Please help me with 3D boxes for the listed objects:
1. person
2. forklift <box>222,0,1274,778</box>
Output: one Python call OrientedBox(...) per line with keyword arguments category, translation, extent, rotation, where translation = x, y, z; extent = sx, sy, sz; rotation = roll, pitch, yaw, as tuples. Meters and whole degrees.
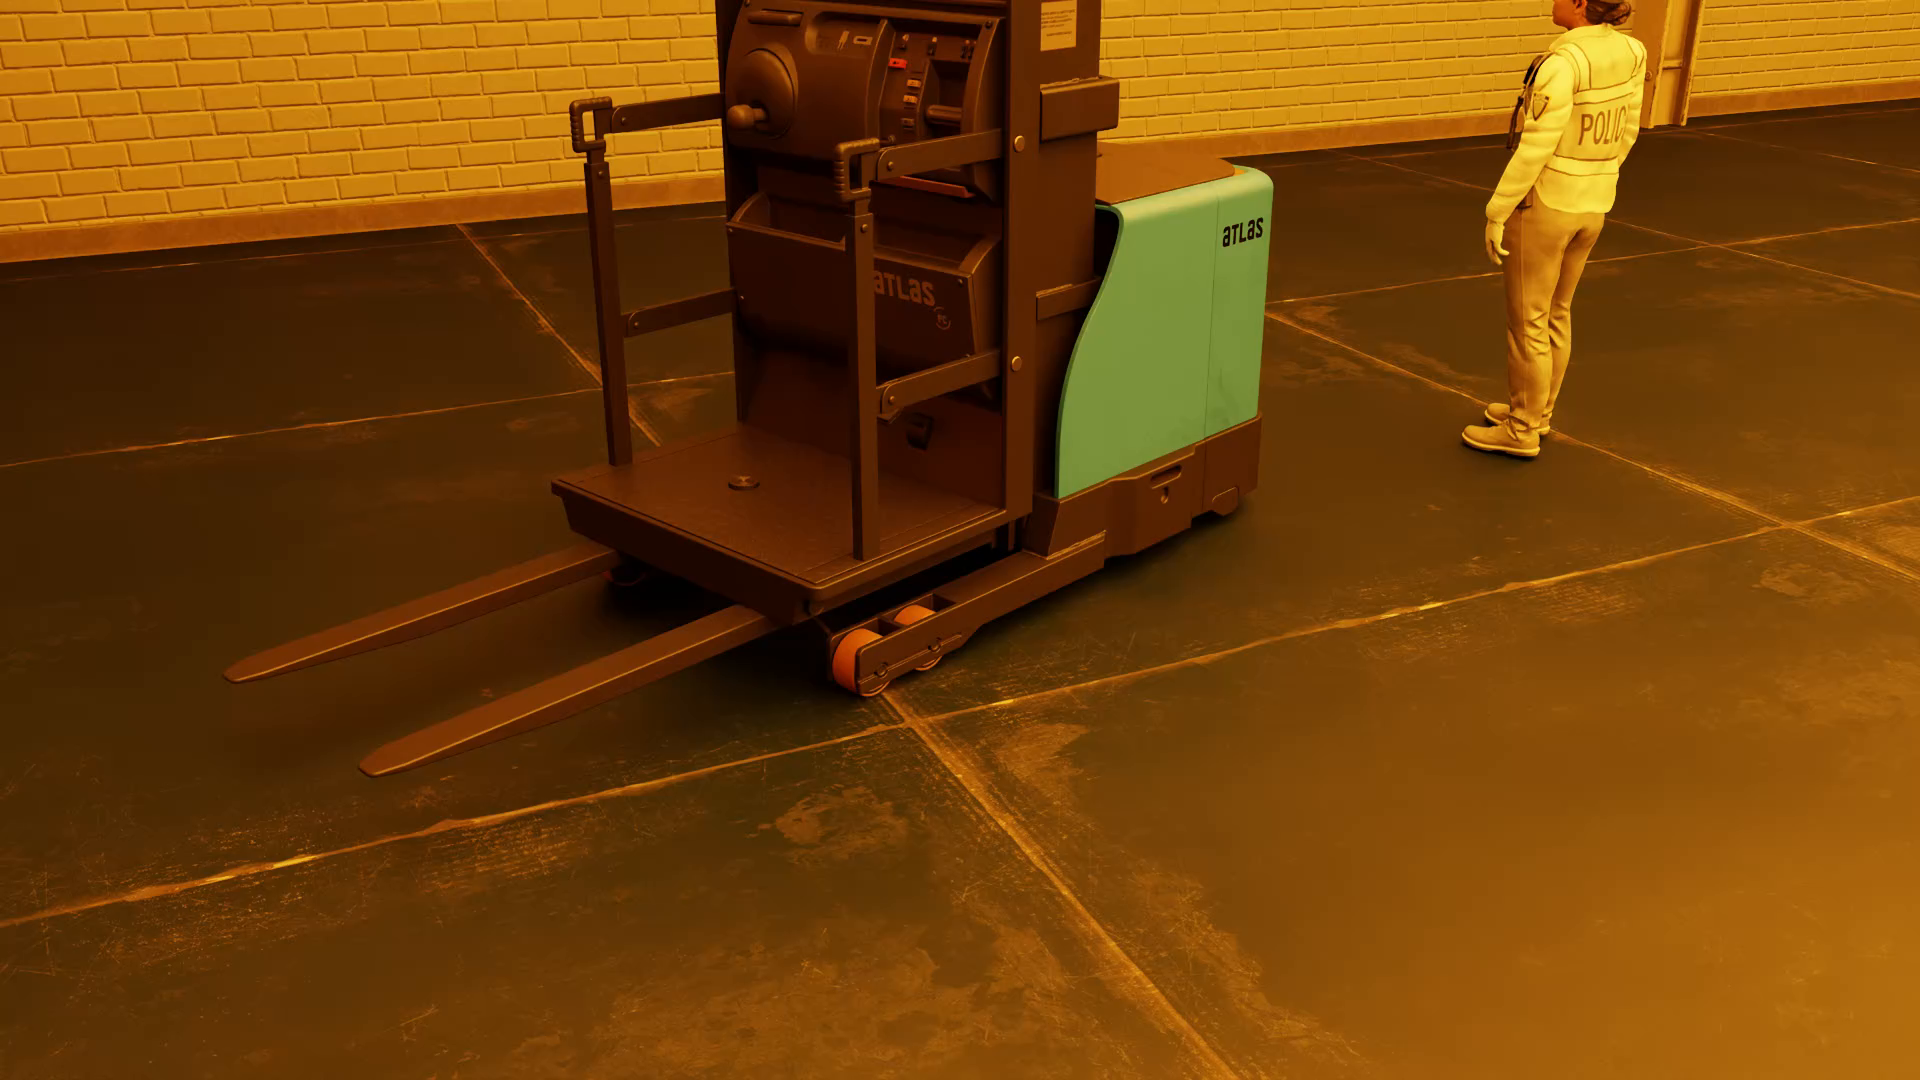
OrientedBox(category="person", translation=(1.927, -1.106, 5.542), extent=(0.589, 1.696, 0.532), rotation=(-16, 27, -33))
OrientedBox(category="forklift", translation=(-0.413, -1.182, 4.131), extent=(1.130, 2.935, 3.031), rotation=(19, 29, 39))
